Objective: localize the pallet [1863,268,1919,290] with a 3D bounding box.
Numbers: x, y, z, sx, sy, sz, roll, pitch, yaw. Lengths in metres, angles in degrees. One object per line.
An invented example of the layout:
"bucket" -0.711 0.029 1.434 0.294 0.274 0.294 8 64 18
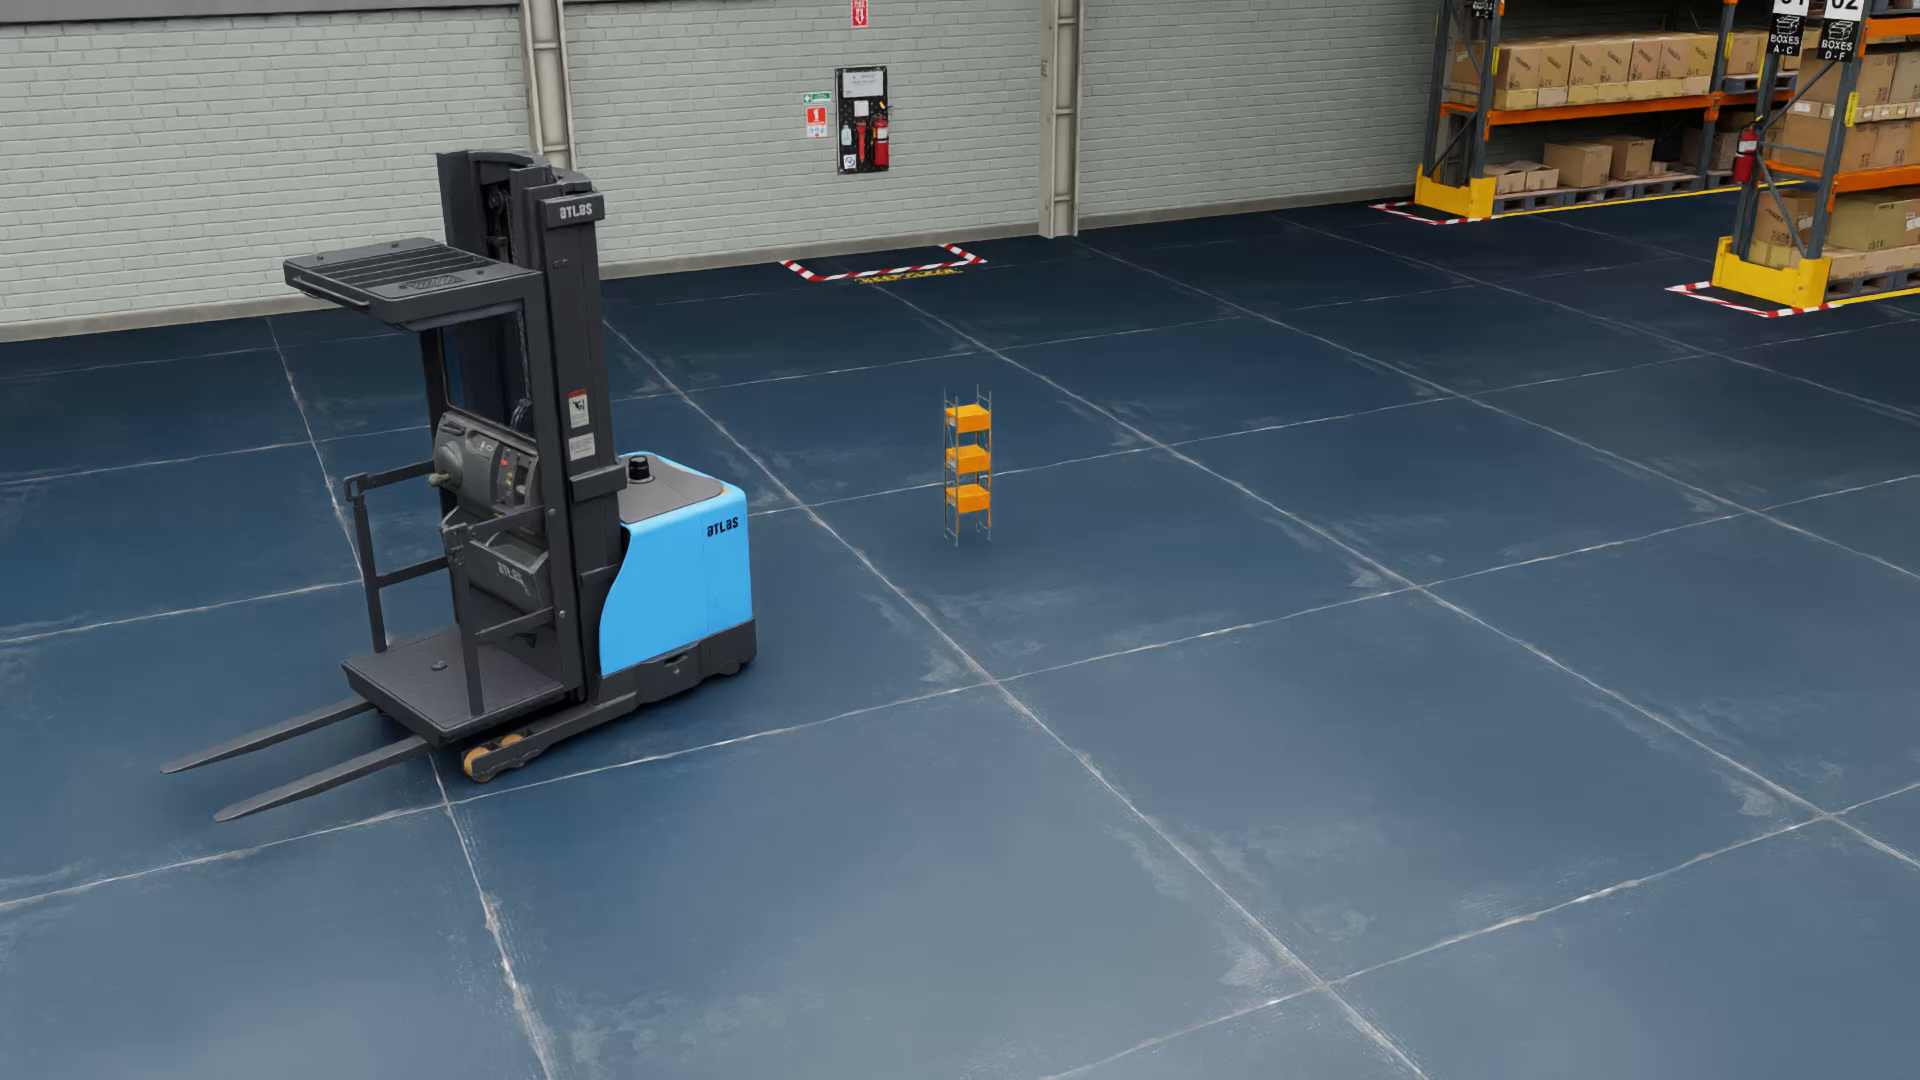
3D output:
"pallet" 10.259 -3.025 18.282 1.213 0.211 1.003 -10 25 -24

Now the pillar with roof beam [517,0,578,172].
"pillar with roof beam" -2.352 -5.390 12.505 0.400 9.000 9.100 -10 25 -24

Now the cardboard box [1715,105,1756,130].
"cardboard box" 10.994 -5.938 23.387 0.500 0.250 0.500 -11 25 -25

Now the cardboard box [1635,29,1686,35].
"cardboard box" 9.428 -6.622 22.515 0.500 0.500 0.500 -11 25 -25

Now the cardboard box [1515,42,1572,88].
"cardboard box" 7.349 -6.019 21.057 0.500 0.500 0.500 -10 25 -23

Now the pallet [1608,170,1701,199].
"pallet" 9.353 -4.929 22.883 1.213 0.211 1.003 -10 25 -24

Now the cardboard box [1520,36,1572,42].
"cardboard box" 7.593 -6.283 21.697 0.500 0.500 0.500 -11 25 -25

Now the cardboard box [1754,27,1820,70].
"cardboard box" 11.502 -6.874 23.228 0.500 0.500 0.700 -7 23 -16

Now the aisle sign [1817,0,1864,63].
"aisle sign" 8.564 -5.056 16.144 0.004 0.787 0.394 -10 25 -24

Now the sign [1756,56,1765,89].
"sign" 8.267 -4.805 17.113 0.005 0.325 0.100 -10 25 -24

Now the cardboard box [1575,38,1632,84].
"cardboard box" 8.277 -6.192 21.476 0.500 0.500 0.500 -10 24 -22

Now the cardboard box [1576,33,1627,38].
"cardboard box" 8.509 -6.457 22.116 0.500 0.500 0.500 -10 24 -22

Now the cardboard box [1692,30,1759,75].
"cardboard box" 10.416 -6.664 22.720 0.500 0.500 0.700 -10 25 -23

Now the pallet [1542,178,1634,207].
"pallet" 8.252 -4.726 22.390 1.213 0.211 1.003 -10 25 -24

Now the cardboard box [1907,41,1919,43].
"cardboard box" 10.341 -4.955 17.471 0.500 0.500 0.700 -10 25 -24

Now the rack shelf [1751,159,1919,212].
"rack shelf" 10.292 -3.971 17.861 4.000 0.370 1.077 -10 25 -24

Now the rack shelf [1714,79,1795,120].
"rack shelf" 11.745 -6.341 23.587 4.000 0.370 1.077 -10 25 -24

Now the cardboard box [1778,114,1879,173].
"cardboard box" 8.916 -4.091 17.080 0.500 0.500 0.700 -10 25 -24

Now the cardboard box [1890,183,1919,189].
"cardboard box" 10.190 -3.686 18.299 0.500 0.500 0.500 -10 25 -24

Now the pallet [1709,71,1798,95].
"pallet" 10.694 -6.329 22.870 1.213 0.211 1.003 -10 25 -24

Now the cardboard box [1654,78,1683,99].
"cardboard box" 9.195 -6.019 22.038 0.500 0.250 0.500 -10 25 -23

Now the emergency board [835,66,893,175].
"emergency board" -1.056 -4.700 18.683 0.643 1.169 0.194 -10 25 -24

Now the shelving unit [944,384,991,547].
"shelving unit" 0.048 -0.494 11.071 0.252 1.050 0.215 -10 25 -24

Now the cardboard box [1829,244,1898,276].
"cardboard box" 9.519 -2.992 17.601 0.500 0.250 0.500 -10 25 -24

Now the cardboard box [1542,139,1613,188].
"cardboard box" 8.197 -5.009 22.122 0.500 0.500 0.700 -12 25 -27

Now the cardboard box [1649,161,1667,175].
"cardboard box" 9.474 -5.137 22.866 0.250 0.166 0.380 -14 26 -30

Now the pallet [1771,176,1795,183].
"pallet" 11.744 -5.387 23.987 1.213 0.211 1.003 -10 25 -24

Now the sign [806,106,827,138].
"sign" -1.599 -4.660 18.540 0.234 0.329 0.001 -10 25 -24

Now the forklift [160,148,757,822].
"forklift" -2.553 -0.367 8.304 1.130 2.935 3.031 21 30 41

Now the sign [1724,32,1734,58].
"sign" 10.185 -6.556 22.034 0.005 0.325 0.100 -10 25 -24

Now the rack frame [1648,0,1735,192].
"rack frame" 9.943 -6.341 22.648 0.127 3.000 1.000 -10 25 -24

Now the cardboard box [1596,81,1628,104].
"cardboard box" 8.295 -5.846 21.621 0.500 0.250 0.500 -10 25 -23

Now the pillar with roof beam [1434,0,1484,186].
"pillar with roof beam" 8.461 -7.380 17.314 0.400 9.000 9.100 -10 25 -24

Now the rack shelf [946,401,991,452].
"rack shelf" 0.048 -0.746 10.966 0.240 0.259 0.215 -10 25 -24

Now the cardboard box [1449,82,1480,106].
"cardboard box" 6.675 -5.762 21.419 0.500 0.250 0.500 -10 25 -23

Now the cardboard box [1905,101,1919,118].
"cardboard box" 9.628 -4.435 17.063 0.250 0.149 0.380 -11 25 -24

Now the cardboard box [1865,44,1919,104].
"cardboard box" 9.436 -4.788 17.068 0.500 0.500 0.700 -11 25 -25

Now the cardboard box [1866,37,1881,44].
"cardboard box" 12.636 -7.071 23.704 0.500 0.500 0.700 -13 26 -29

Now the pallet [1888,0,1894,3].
"pallet" 10.239 -5.629 17.120 1.213 0.211 1.003 -10 25 -24

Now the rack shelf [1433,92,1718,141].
"rack shelf" 8.140 -5.677 21.984 4.000 0.370 1.077 -10 25 -24

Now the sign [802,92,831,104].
"sign" -1.591 -4.903 18.433 0.331 0.109 0.001 -10 25 -24

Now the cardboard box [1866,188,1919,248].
"cardboard box" 9.964 -3.425 17.667 0.500 0.500 0.500 -10 25 -24

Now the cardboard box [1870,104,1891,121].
"cardboard box" 9.174 -4.353 16.865 0.250 0.149 0.380 -11 25 -25

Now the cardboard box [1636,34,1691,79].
"cardboard box" 9.203 -6.358 21.878 0.500 0.500 0.500 -11 25 -24

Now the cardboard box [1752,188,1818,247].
"cardboard box" 8.844 -3.433 17.687 0.500 0.500 0.500 -10 25 -24

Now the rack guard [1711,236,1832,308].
"rack guard" 8.468 -2.812 17.391 0.348 0.500 1.175 -10 25 -24

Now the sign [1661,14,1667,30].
"sign" 9.699 -7.067 22.887 0.005 0.325 0.100 -10 25 -24

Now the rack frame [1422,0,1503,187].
"rack frame" 6.338 -5.678 21.045 0.127 3.000 1.000 -10 25 -24

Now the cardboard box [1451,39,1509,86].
"cardboard box" 6.671 -6.116 21.292 0.500 0.500 0.500 -11 25 -24

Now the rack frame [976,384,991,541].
"rack frame" 0.158 -0.514 11.120 0.008 1.050 0.200 -10 25 -24

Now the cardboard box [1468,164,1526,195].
"cardboard box" 7.001 -4.723 21.677 0.500 0.311 0.500 -14 26 -30

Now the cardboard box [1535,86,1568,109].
"cardboard box" 7.377 -5.680 21.221 0.500 0.250 0.500 -11 25 -25

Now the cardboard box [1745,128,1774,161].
"cardboard box" 11.042 -5.621 23.600 0.500 0.500 0.700 -11 25 -25

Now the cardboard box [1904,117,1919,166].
"cardboard box" 9.837 -4.260 17.488 0.500 0.500 0.700 -10 25 -23

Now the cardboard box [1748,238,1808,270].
"cardboard box" 8.845 -3.086 17.829 0.500 0.250 0.500 -10 25 -24

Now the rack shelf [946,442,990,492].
"rack shelf" 0.048 -0.484 11.075 0.240 0.259 0.215 -10 25 -24

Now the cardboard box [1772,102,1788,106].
"cardboard box" 11.919 -6.102 23.783 0.500 0.250 0.500 -11 25 -24
